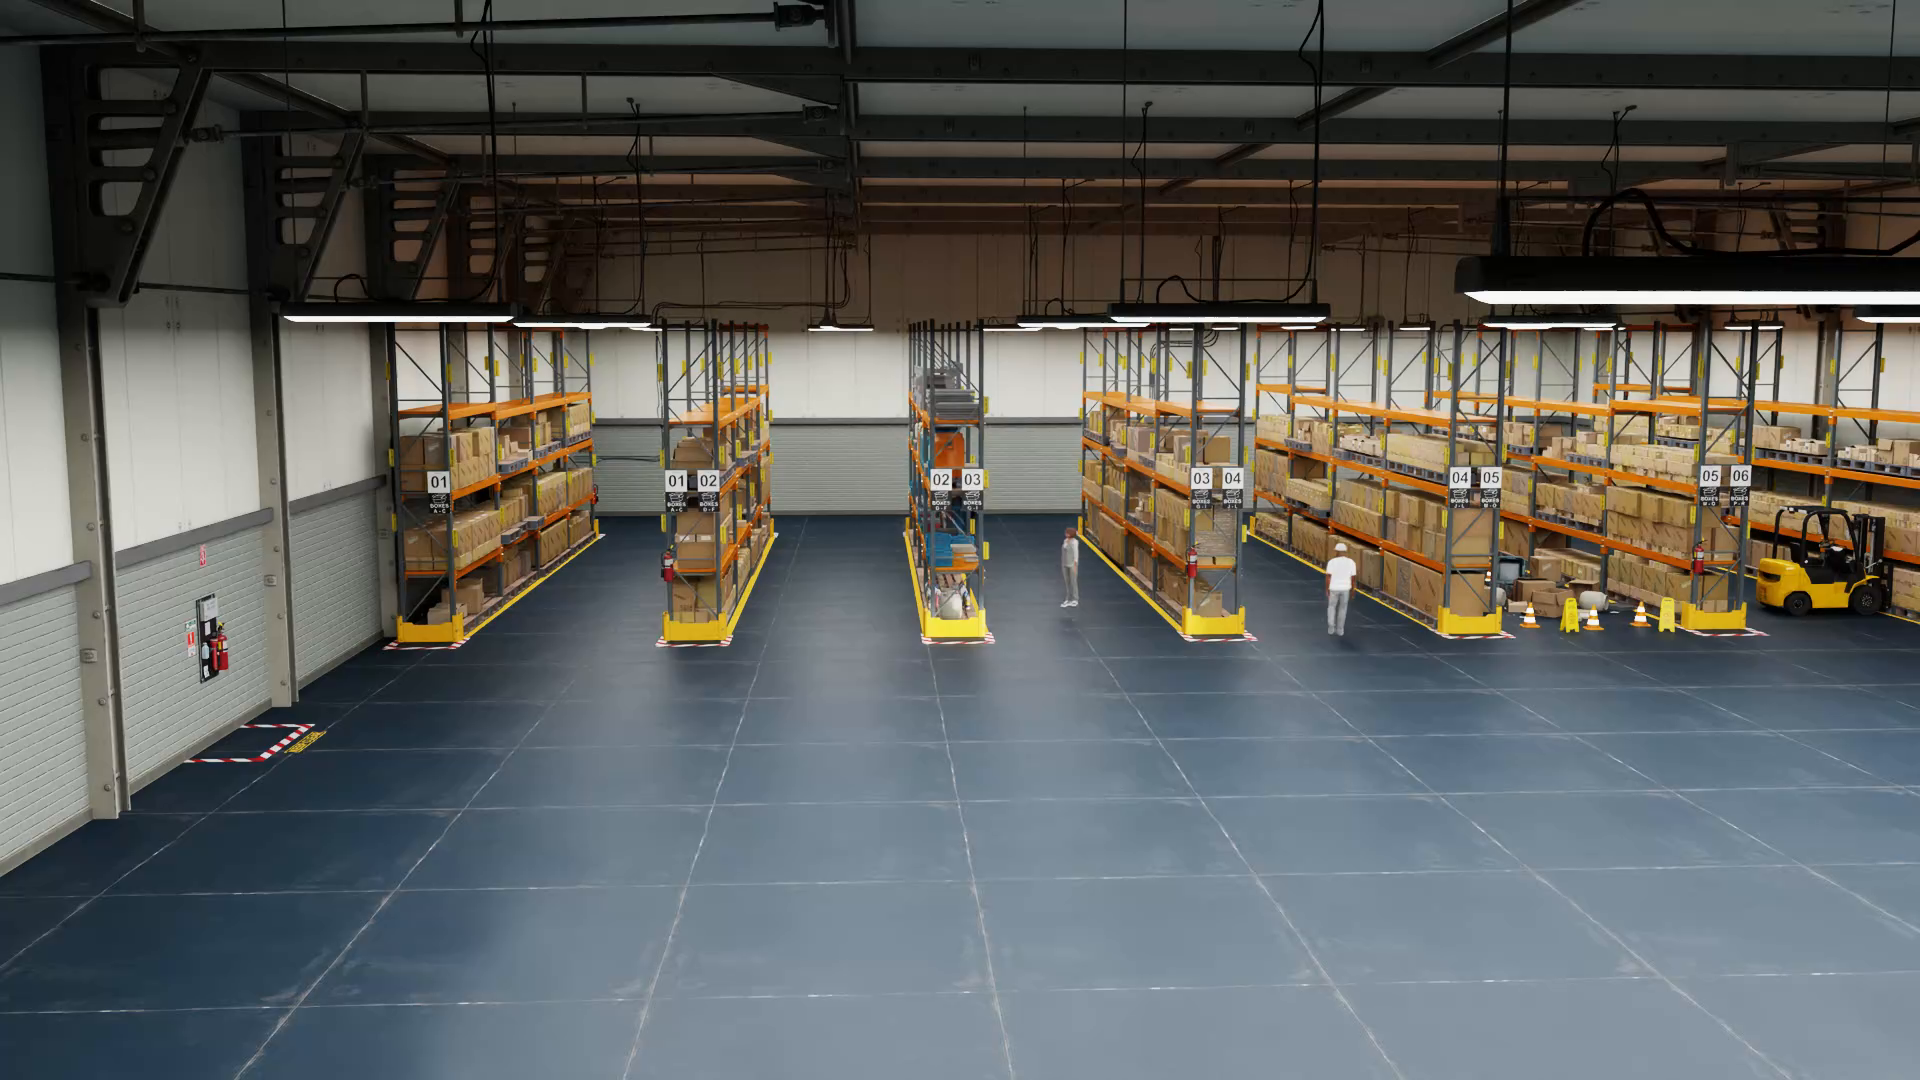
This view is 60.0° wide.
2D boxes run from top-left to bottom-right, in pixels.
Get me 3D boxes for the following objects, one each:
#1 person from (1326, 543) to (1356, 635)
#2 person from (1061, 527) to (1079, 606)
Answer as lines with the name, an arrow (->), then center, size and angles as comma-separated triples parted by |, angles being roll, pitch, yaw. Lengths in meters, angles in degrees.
person -> 7.229, 0.942, 31.564 | 0.537, 1.757, 0.573 | 3, 8, 21
person -> 2.220, 0.535, 33.328 | 0.352, 1.622, 0.475 | -6, 9, -39
